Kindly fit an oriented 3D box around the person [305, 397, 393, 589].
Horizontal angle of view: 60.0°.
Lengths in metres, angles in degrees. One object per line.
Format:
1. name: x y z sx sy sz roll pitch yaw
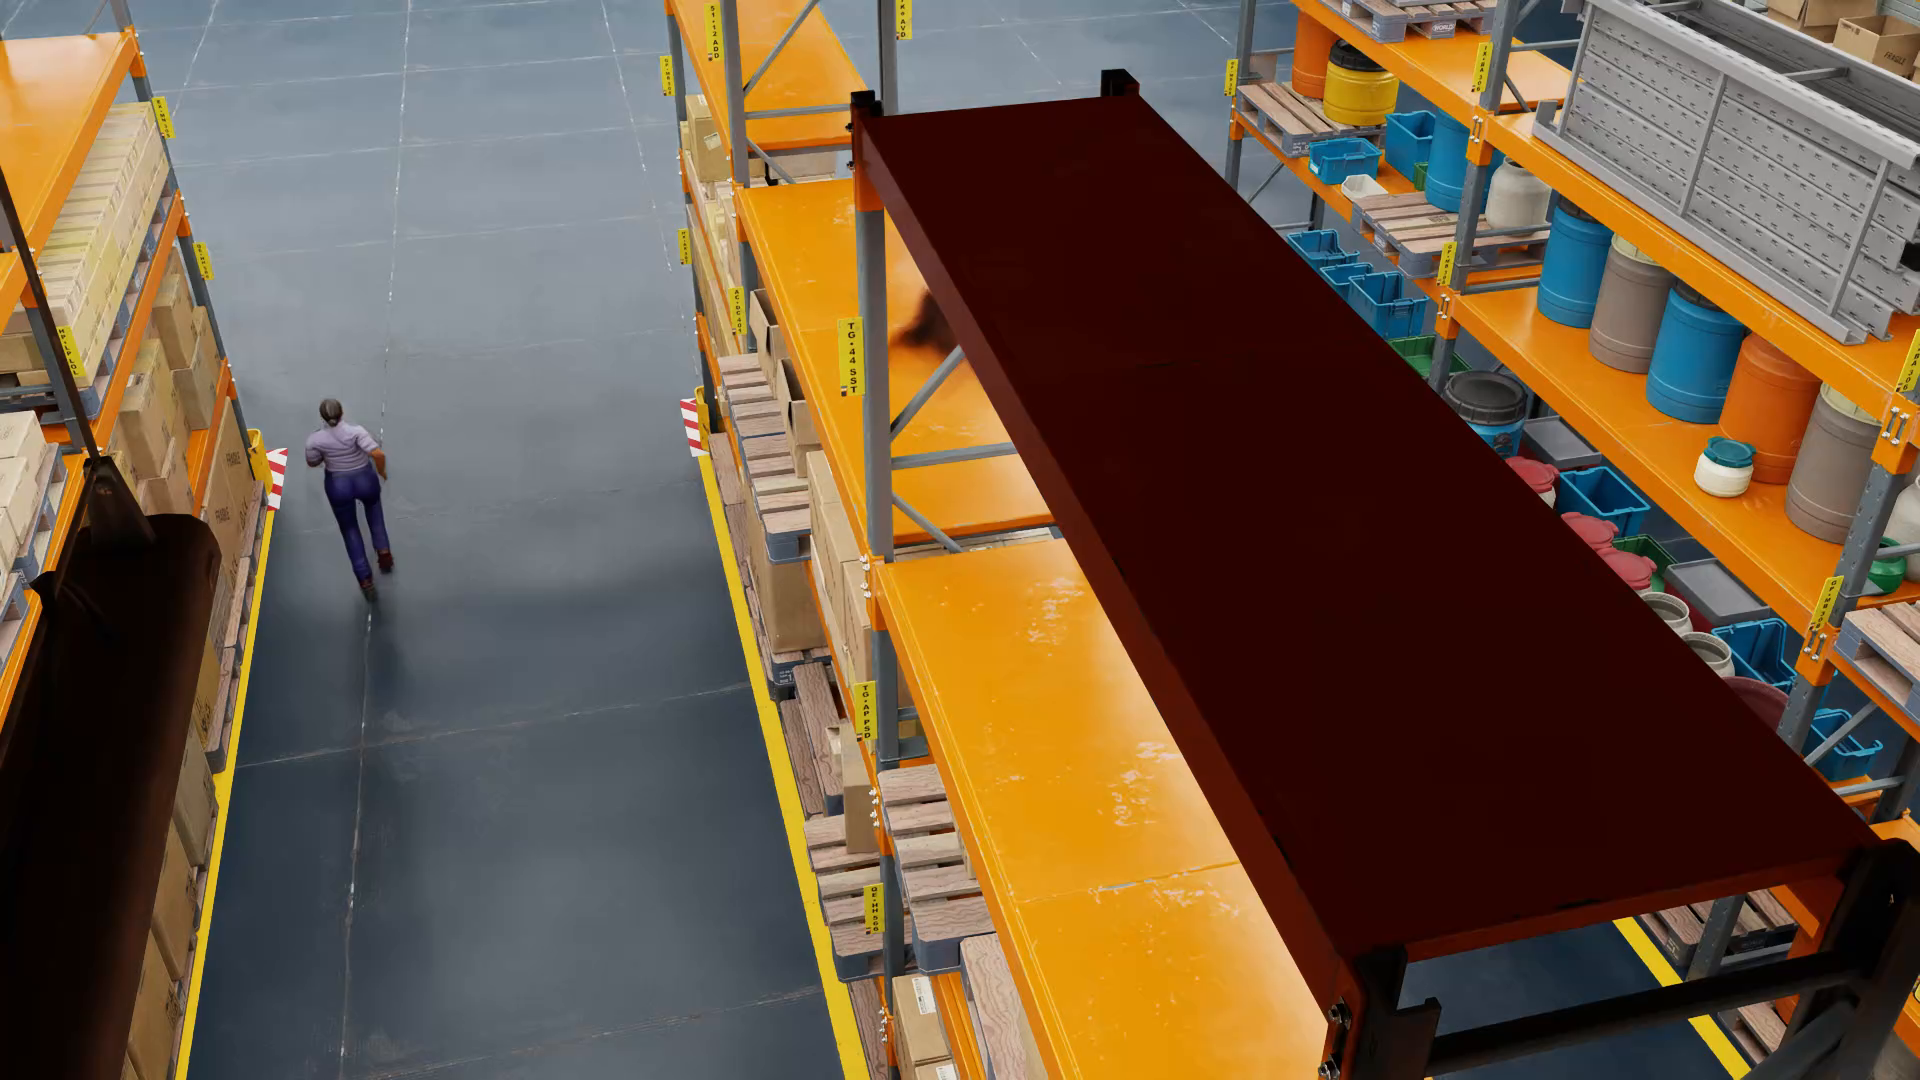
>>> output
1. person: -4.834 -0.403 13.248 0.576 1.697 0.707 -14 37 -20
